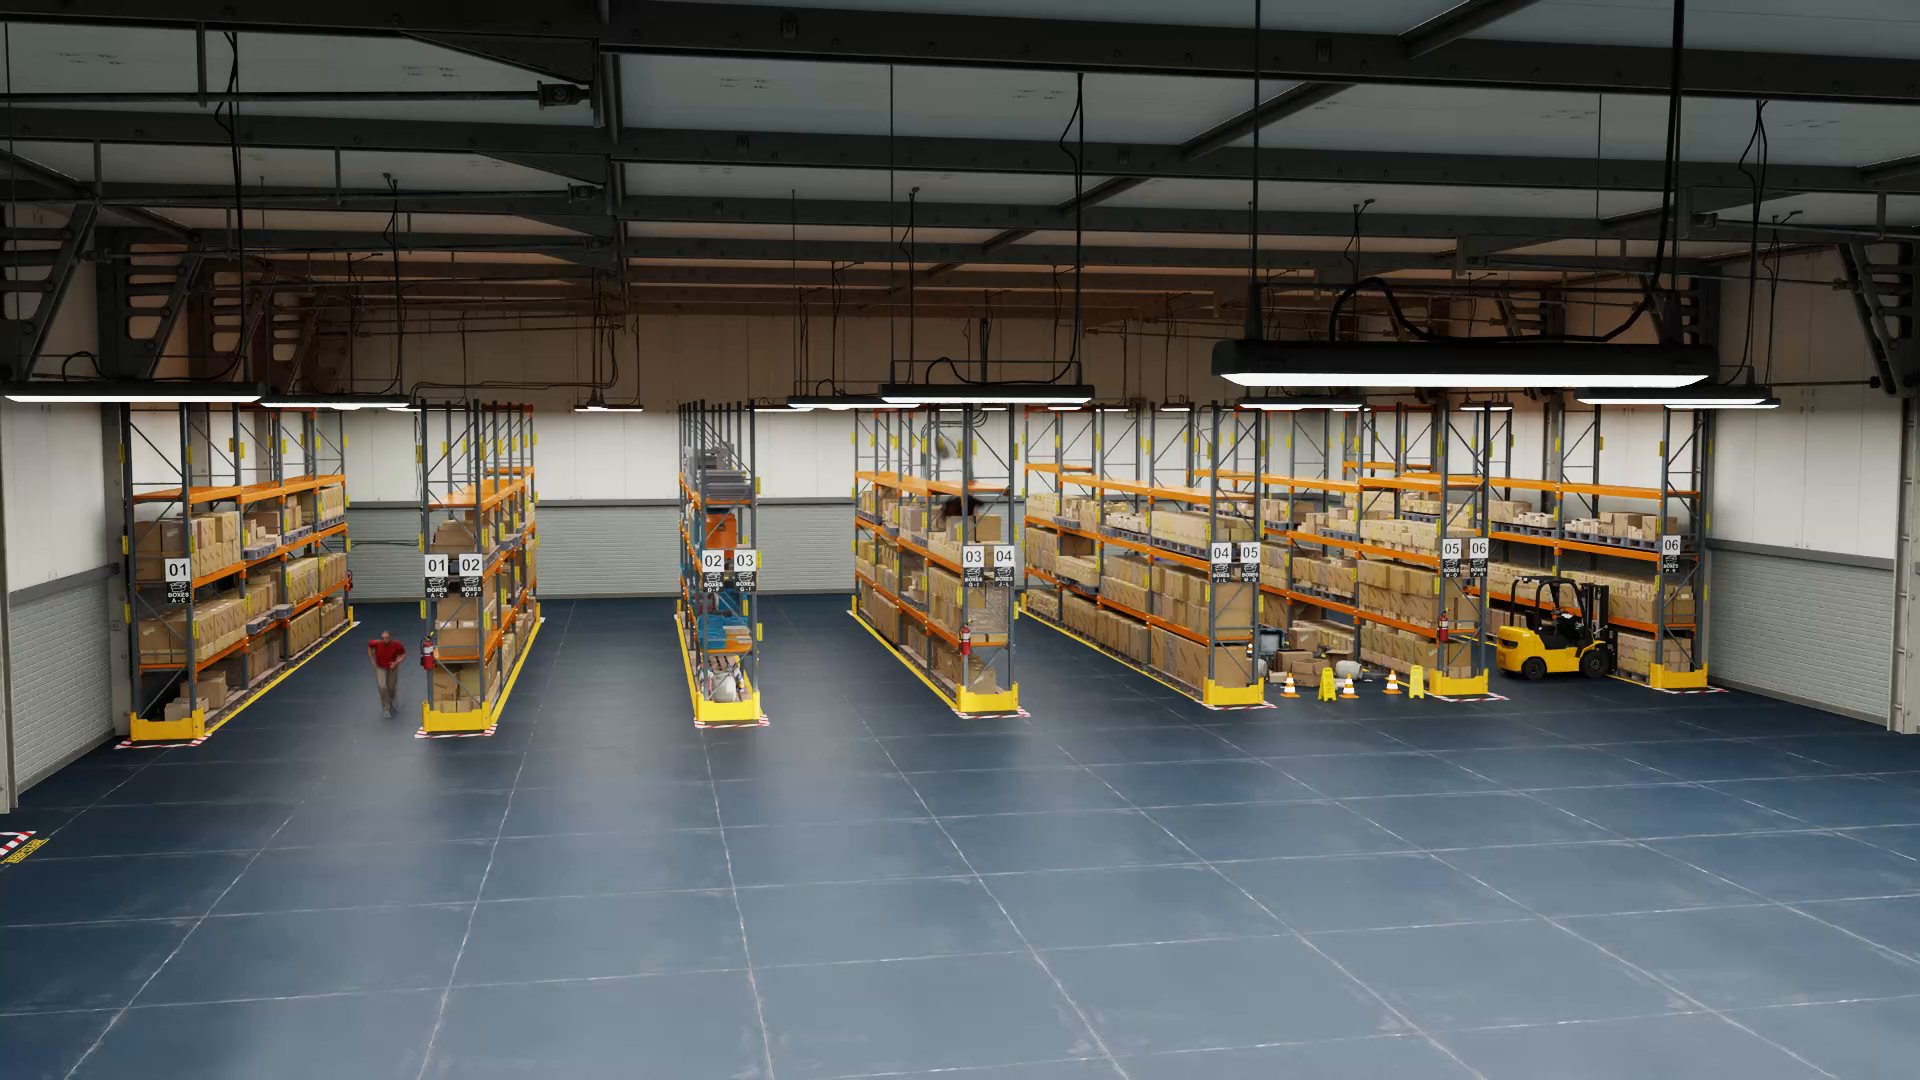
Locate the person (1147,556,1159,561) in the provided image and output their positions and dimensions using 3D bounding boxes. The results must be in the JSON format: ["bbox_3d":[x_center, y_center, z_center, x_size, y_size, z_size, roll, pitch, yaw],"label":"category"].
[{"bbox_3d":[6.082,0.953,52.327,0.772,1.719,0.546,-3,5,-32],"label":"person"}]

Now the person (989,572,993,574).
[{"bbox_3d":[0.598,1.256,48.476,0.674,1.619,0.850,3,5,31],"label":"person"}]

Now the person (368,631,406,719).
[{"bbox_3d":[-10.932,2.533,31.792,0.705,1.696,1.021,-1,4,-11],"label":"person"}]

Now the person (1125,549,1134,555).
[{"bbox_3d":[5.094,1.091,50.421,0.663,1.648,0.553,-2,5,-20],"label":"person"}]
